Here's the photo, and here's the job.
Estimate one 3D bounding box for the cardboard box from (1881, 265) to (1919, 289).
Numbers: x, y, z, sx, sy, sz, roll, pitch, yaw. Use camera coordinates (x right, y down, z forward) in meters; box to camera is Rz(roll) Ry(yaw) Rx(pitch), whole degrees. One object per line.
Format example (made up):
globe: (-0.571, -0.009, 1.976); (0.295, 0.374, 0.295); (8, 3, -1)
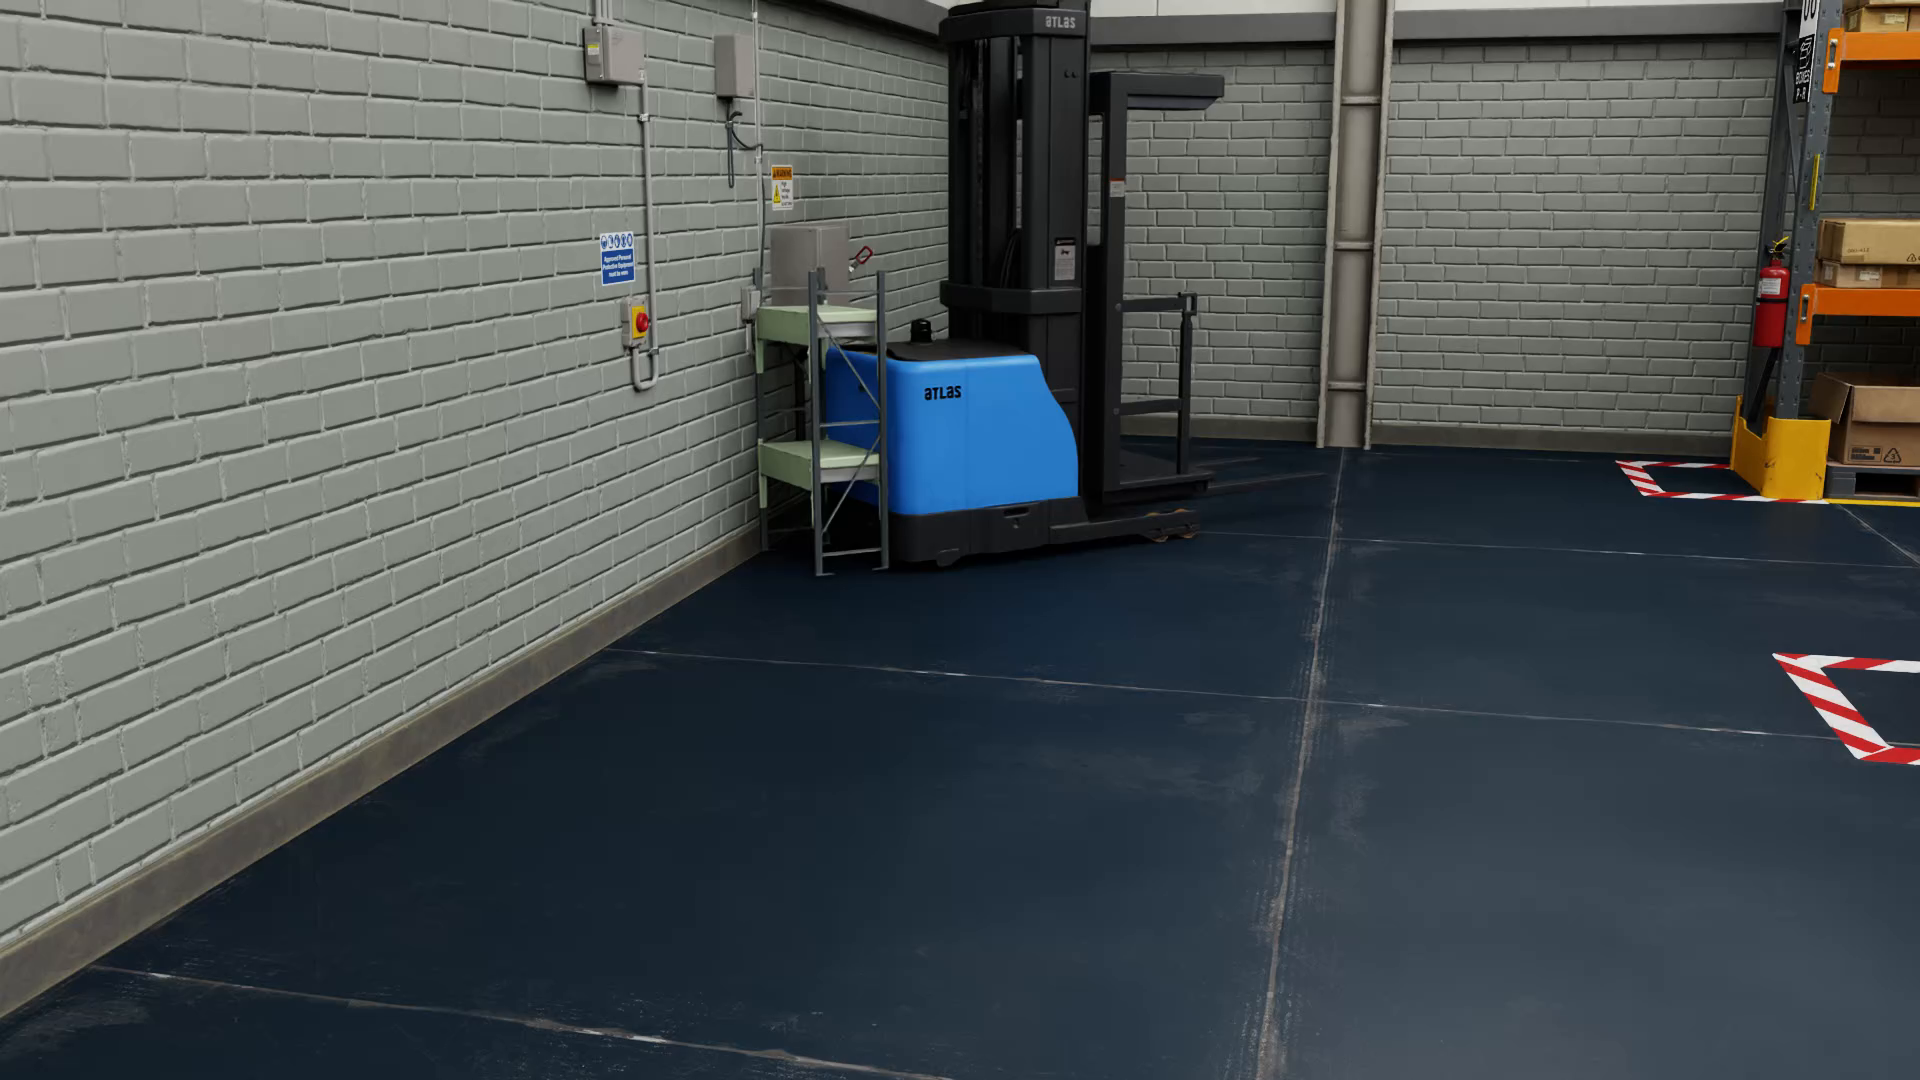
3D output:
cardboard box: (5.779, -1.641, 10.285); (0.250, 0.149, 0.380); (3, 13, 15)

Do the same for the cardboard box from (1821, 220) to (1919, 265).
cardboard box: (5.643, -1.834, 10.233); (0.500, 0.250, 0.500); (3, 13, 14)

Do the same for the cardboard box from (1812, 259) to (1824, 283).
cardboard box: (5.653, -1.759, 10.815); (0.250, 0.149, 0.380); (3, 13, 13)

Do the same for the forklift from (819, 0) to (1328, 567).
forklift: (0.750, -1.507, 9.259); (3.031, 2.935, 1.130); (-7, 15, -30)

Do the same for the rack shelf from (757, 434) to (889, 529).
rack shelf: (-0.718, -0.314, 8.612); (0.431, 0.370, 0.720); (-6, 12, -28)

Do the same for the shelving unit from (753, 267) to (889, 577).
shelving unit: (-0.720, -0.634, 8.551); (0.431, 1.500, 0.755); (-6, 12, -28)

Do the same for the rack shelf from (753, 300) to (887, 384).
rack shelf: (-0.721, -1.017, 8.478); (0.431, 0.370, 0.720); (-6, 12, -28)

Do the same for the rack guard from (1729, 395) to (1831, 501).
rack guard: (5.341, -0.618, 10.864); (0.348, 0.500, 1.175); (3, 13, 14)

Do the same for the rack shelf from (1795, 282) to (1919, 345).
rack shelf: (7.209, -1.387, 10.221); (4.000, 0.370, 1.077); (3, 13, 14)

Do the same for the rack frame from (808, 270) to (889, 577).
rack frame: (-0.547, -0.575, 8.234); (0.400, 1.500, 0.023); (-6, 12, -28)

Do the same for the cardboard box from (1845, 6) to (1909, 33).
cardboard box: (5.521, -3.118, 10.018); (0.250, 0.149, 0.380); (3, 13, 15)

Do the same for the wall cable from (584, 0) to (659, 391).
wall cable: (-1.398, -1.597, 7.088); (0.123, 1.953, 0.585); (3, 13, 14)

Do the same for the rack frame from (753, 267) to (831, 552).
rack frame: (-0.893, -0.693, 8.868); (0.400, 1.500, 0.023); (-6, 12, -28)

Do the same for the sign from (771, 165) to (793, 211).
sign: (-0.968, -1.922, 9.065); (0.001, 0.242, 0.339); (3, 13, 14)

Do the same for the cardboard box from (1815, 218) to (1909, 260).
cardboard box: (5.778, -1.946, 10.739); (0.500, 0.250, 0.500); (3, 13, 15)

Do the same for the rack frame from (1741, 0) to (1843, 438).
rack frame: (5.267, -1.842, 10.611); (0.127, 3.000, 1.000); (3, 13, 14)

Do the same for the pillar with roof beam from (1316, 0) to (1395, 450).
pillar with roof beam: (1.834, -4.195, 7.366); (0.400, 9.000, 9.100); (3, 13, 14)

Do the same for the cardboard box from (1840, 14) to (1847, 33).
cardboard box: (5.633, -3.216, 10.457); (0.250, 0.149, 0.380); (3, 13, 15)

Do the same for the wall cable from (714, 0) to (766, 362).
wall cable: (-1.070, -1.881, 8.439); (0.122, 1.984, 0.588); (3, 13, 14)

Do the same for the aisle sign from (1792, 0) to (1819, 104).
aisle sign: (5.131, -3.053, 10.067); (0.004, 0.787, 0.394); (3, 13, 14)

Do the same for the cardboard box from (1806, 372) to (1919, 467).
cardboard box: (5.838, -0.777, 10.603); (0.637, 0.503, 0.797); (3, 13, 11)

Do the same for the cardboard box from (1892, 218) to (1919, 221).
cardboard box: (6.278, -1.919, 10.617); (0.500, 0.250, 0.500); (3, 13, 14)

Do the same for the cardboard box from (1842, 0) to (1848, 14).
cardboard box: (5.764, -3.413, 10.424); (0.500, 0.250, 0.500); (3, 13, 13)

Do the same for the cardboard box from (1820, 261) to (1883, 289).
cardboard box: (5.521, -1.645, 10.301); (0.250, 0.149, 0.380); (3, 13, 13)

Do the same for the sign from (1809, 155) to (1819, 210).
sign: (5.138, -2.150, 10.003); (0.005, 0.325, 0.100); (3, 13, 14)

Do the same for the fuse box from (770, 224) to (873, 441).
fuse box: (-0.753, -0.891, 9.298); (0.414, 1.711, 0.539); (3, 13, 14)

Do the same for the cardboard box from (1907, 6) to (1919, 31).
cardboard box: (5.782, -3.110, 9.982); (0.250, 0.149, 0.380); (3, 13, 15)

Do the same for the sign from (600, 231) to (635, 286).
sign: (-1.469, -1.211, 7.141); (0.001, 0.218, 0.327); (3, 13, 14)

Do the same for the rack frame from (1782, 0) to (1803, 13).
rack frame: (5.267, -4.771, 9.961); (0.127, 3.000, 1.000); (3, 13, 14)

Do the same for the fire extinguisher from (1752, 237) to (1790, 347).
fire extinguisher: (5.014, -1.533, 10.256); (0.183, 0.674, 0.296); (3, 13, 14)

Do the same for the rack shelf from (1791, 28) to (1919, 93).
rack shelf: (7.209, -2.851, 9.896); (4.000, 0.370, 1.077); (3, 13, 14)

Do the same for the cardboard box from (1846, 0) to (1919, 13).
cardboard box: (5.633, -3.298, 9.907); (0.500, 0.250, 0.500); (3, 13, 13)

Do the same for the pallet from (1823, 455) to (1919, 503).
pallet: (6.115, -0.435, 10.709); (1.213, 0.211, 1.003); (3, 13, 14)
